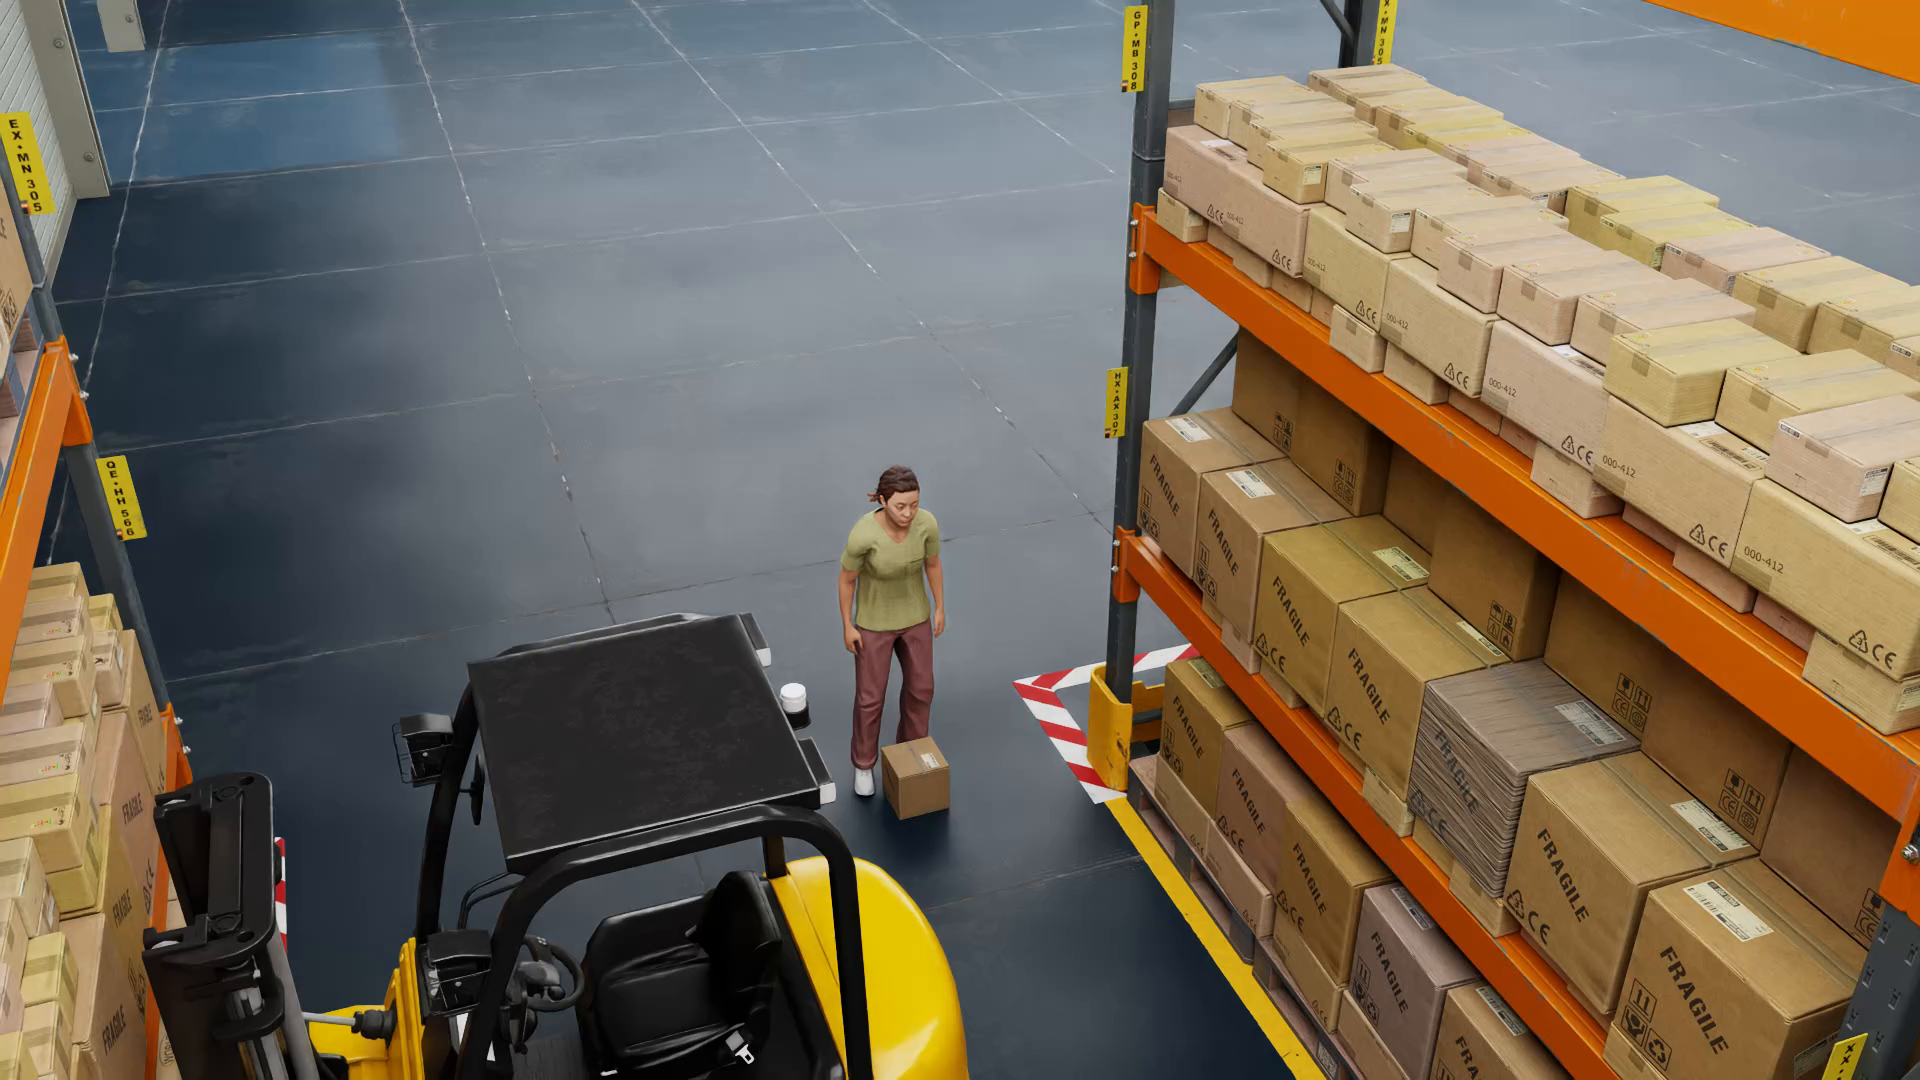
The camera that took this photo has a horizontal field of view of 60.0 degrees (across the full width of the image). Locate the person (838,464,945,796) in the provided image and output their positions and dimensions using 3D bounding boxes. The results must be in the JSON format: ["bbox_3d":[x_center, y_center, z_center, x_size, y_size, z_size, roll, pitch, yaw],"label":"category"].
[{"bbox_3d":[-0.300,0.387,7.668,0.507,1.672,0.350,-11,32,-19],"label":"person"}]
